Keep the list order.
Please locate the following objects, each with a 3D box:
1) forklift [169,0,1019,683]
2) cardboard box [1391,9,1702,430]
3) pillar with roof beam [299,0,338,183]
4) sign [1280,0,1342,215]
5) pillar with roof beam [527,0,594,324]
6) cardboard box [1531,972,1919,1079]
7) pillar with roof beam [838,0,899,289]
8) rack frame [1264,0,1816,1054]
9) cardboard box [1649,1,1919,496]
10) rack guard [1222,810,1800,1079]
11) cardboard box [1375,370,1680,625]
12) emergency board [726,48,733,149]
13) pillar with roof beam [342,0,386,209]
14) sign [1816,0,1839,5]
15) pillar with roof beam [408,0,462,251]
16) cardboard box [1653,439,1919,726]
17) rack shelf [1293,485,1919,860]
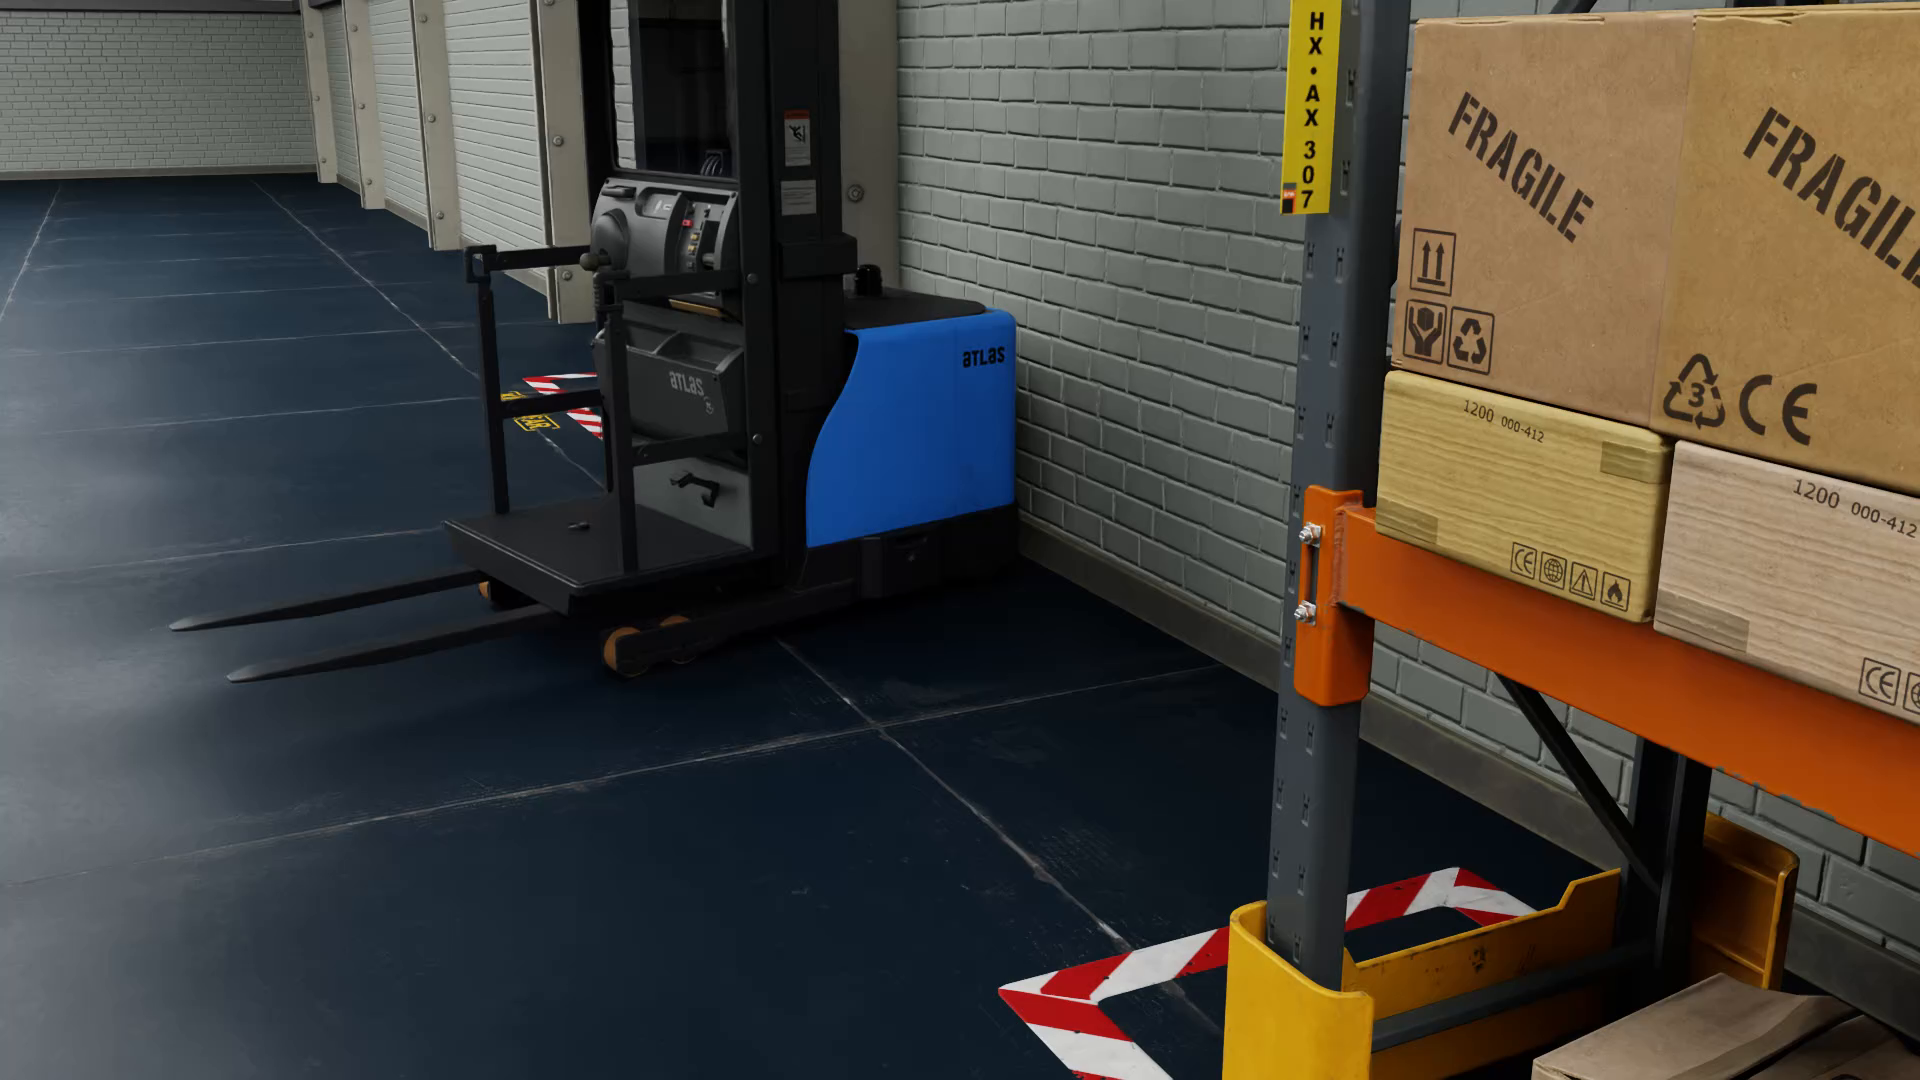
[{"bbox_3d":[-1.222,-1.108,5.799,3.031,2.935,1.130,-13,20,-38],"label":"forklift"},{"bbox_3d":[0.976,-0.467,2.316,0.500,0.500,0.500,-8,18,-25],"label":"cardboard box"},{"bbox_3d":[-14.892,-10.057,25.981,9.100,9.000,0.400,-8,18,-25],"label":"pillar with roof beam"},{"bbox_3d":[0.549,-0.674,2.592,0.100,0.325,0.005,-8,18,-25],"label":"sign"},{"bbox_3d":[-7.006,-5.593,10.428,9.100,9.000,0.400,-8,18,-25],"label":"pillar with roof beam"},{"bbox_3d":[1.259,0.940,2.615,0.500,0.311,0.500,-10,19,-31],"label":"cardboard box"},{"bbox_3d":[-4.377,-4.106,5.244,9.100,9.000,0.400,-8,18,-25],"label":"pillar with roof beam"},{"bbox_3d":[1.037,-0.324,2.940,1.000,3.000,0.127,-8,18,-25],"label":"rack frame"},{"bbox_3d":[1.183,-0.343,1.884,0.500,0.500,0.500,-8,18,-25],"label":"cardboard box"},{"bbox_3d":[1.070,0.897,3.219,1.175,0.500,0.348,-8,18,-25],"label":"rack guard"},{"bbox_3d":[0.965,-0.102,2.403,0.500,0.250,0.500,-8,18,-27],"label":"cardboard box"},{"bbox_3d":[-1.556,-2.360,10.035,0.194,1.169,0.643,-8,18,-25],"label":"emergency board"},{"bbox_3d":[-12.263,-8.569,20.797,9.100,9.000,0.400,-8,18,-25],"label":"pillar with roof beam"},{"bbox_3d":[1.545,-1.094,2.953,0.100,0.325,0.005,-8,18,-25],"label":"sign"},{"bbox_3d":[-9.634,-7.081,15.612,9.100,9.000,0.400,-8,18,-25],"label":"pillar with roof beam"},{"bbox_3d":[1.206,0.025,1.960,0.500,0.250,0.500,-8,18,-27],"label":"cardboard box"},{"bbox_3d":[1.913,0.518,1.311,1.077,0.370,4.000,-8,18,-25],"label":"rack shelf"}]
